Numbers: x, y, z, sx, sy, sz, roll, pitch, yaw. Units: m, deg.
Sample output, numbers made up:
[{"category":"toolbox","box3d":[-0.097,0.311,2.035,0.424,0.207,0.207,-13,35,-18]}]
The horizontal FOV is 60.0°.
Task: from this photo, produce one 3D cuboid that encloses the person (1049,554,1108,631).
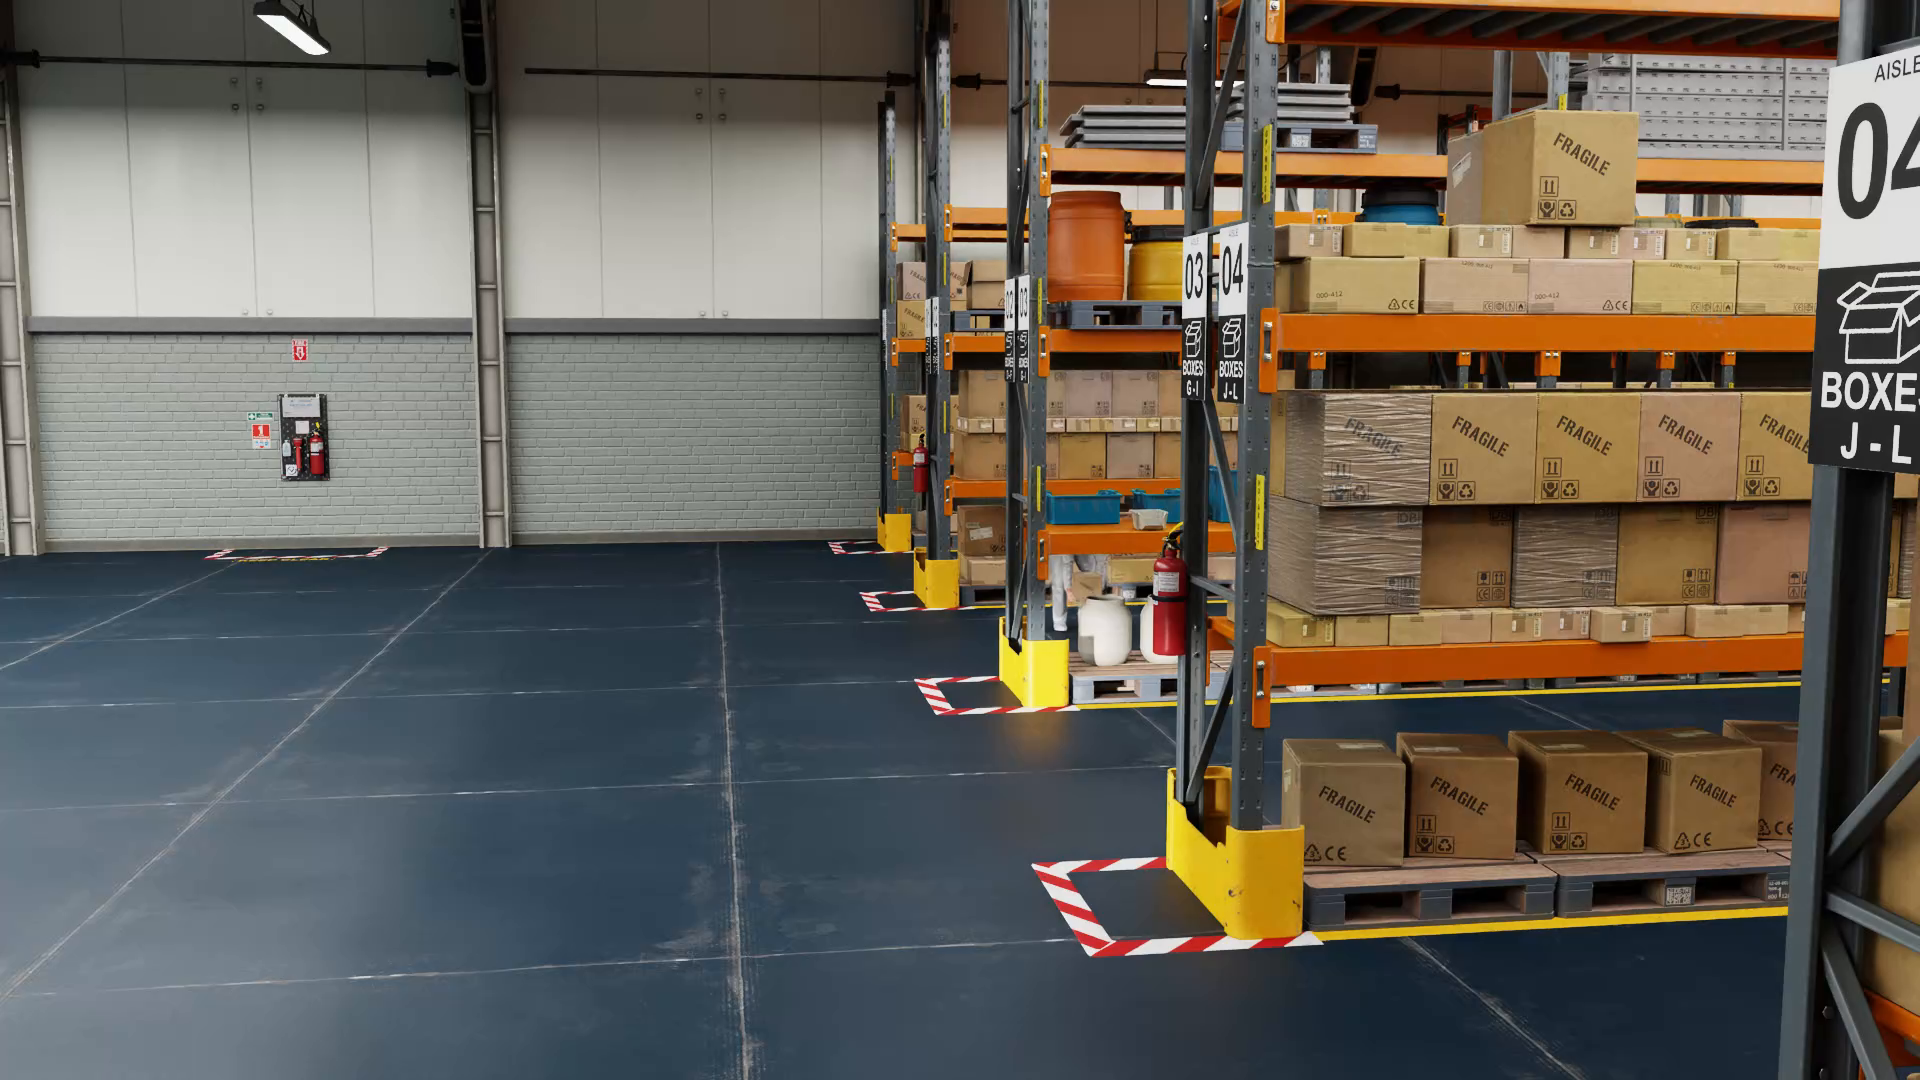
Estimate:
[{"category":"person","box3d":[1.129,0.306,15.642,0.481,1.155,0.987,-1,7,-11]}]
